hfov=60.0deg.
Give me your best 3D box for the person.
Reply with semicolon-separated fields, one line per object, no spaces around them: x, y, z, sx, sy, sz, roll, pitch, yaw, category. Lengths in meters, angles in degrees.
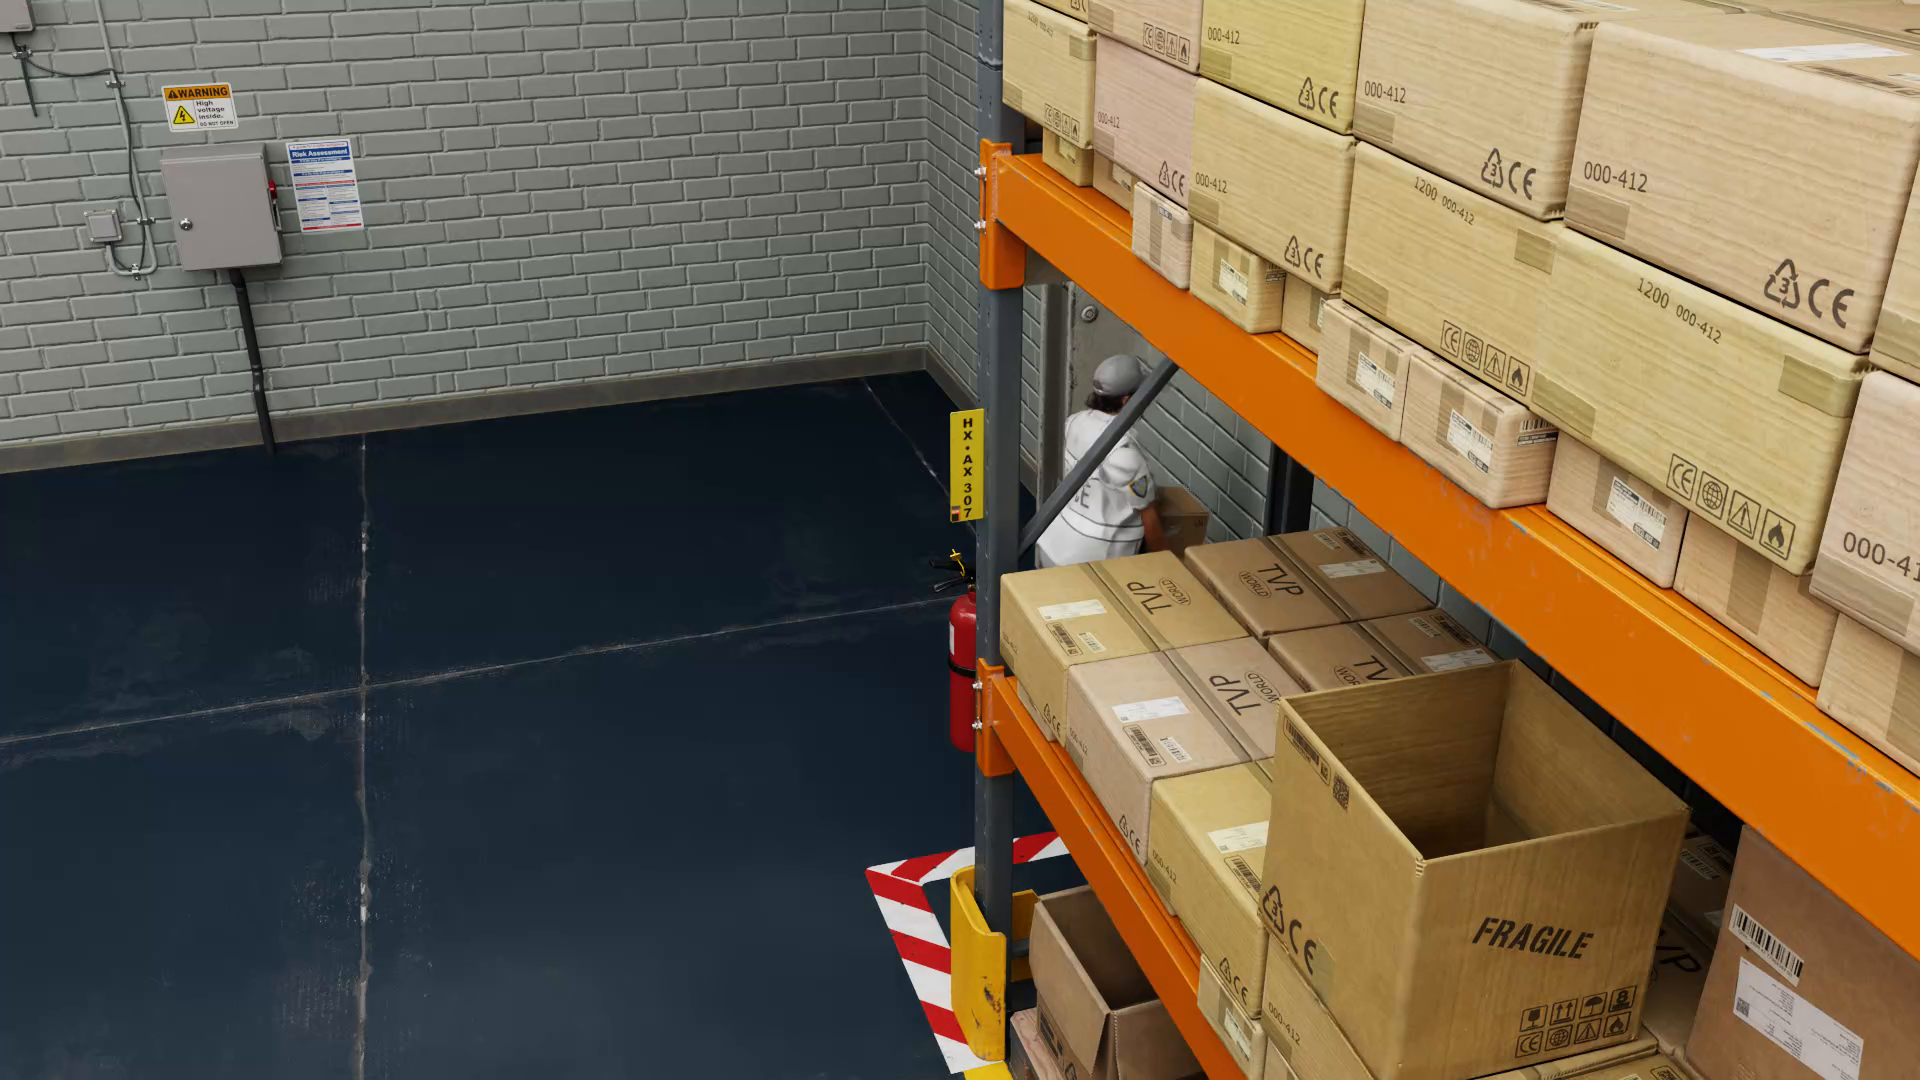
0.589;0.066;6.502;0.565;1.655;0.452;-9;28;-17;person
